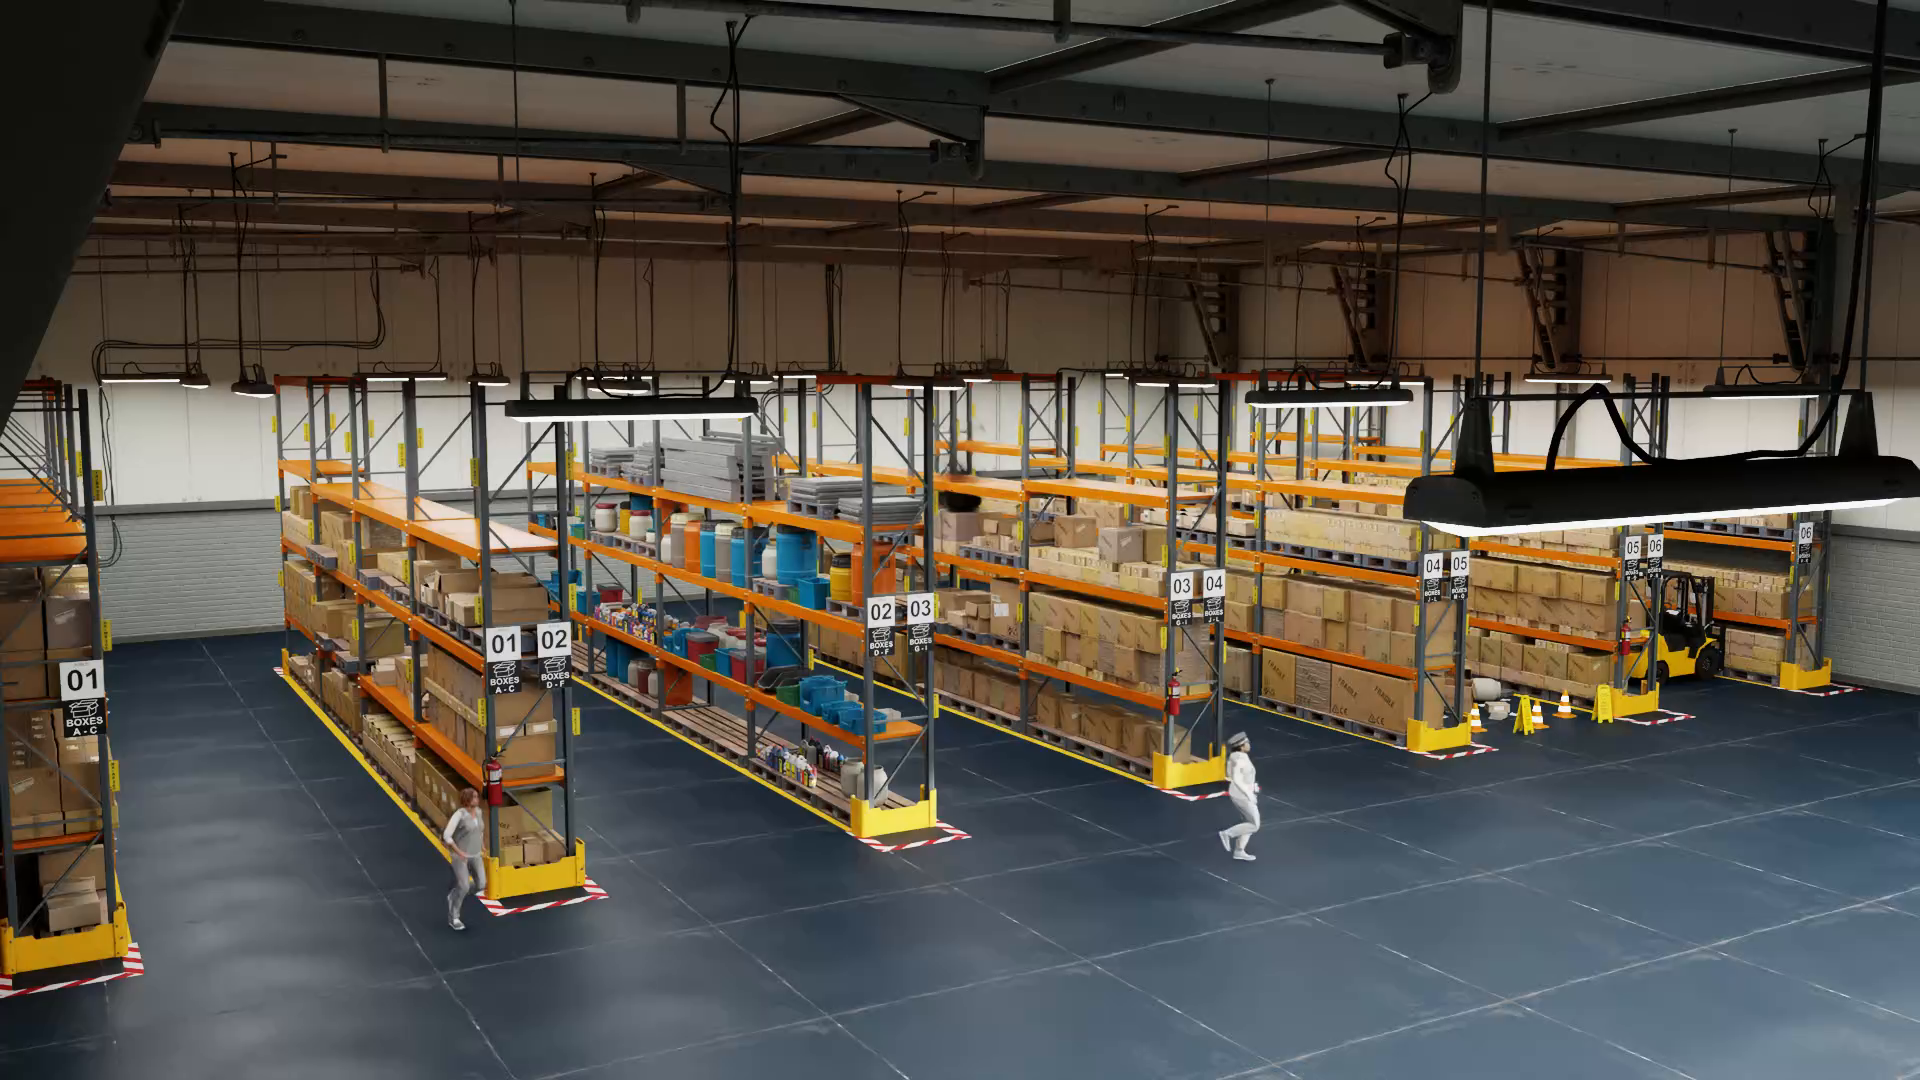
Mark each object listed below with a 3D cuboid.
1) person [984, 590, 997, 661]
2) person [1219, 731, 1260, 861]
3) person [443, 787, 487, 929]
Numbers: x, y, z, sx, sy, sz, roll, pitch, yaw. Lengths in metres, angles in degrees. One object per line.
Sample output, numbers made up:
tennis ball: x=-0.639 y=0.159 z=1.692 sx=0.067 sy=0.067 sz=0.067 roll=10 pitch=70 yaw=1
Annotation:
person: x=0.539 y=1.760 z=33.529 sx=0.579 sy=1.537 sz=0.866 roll=-4 pitch=8 yaw=-34
person: x=3.524 y=3.230 z=20.940 sx=0.554 sy=1.656 sz=0.577 roll=-1 pitch=6 yaw=-5
person: x=-5.517 y=3.540 z=18.624 sx=0.485 sy=1.544 sz=0.596 roll=4 pitch=7 yaw=32
